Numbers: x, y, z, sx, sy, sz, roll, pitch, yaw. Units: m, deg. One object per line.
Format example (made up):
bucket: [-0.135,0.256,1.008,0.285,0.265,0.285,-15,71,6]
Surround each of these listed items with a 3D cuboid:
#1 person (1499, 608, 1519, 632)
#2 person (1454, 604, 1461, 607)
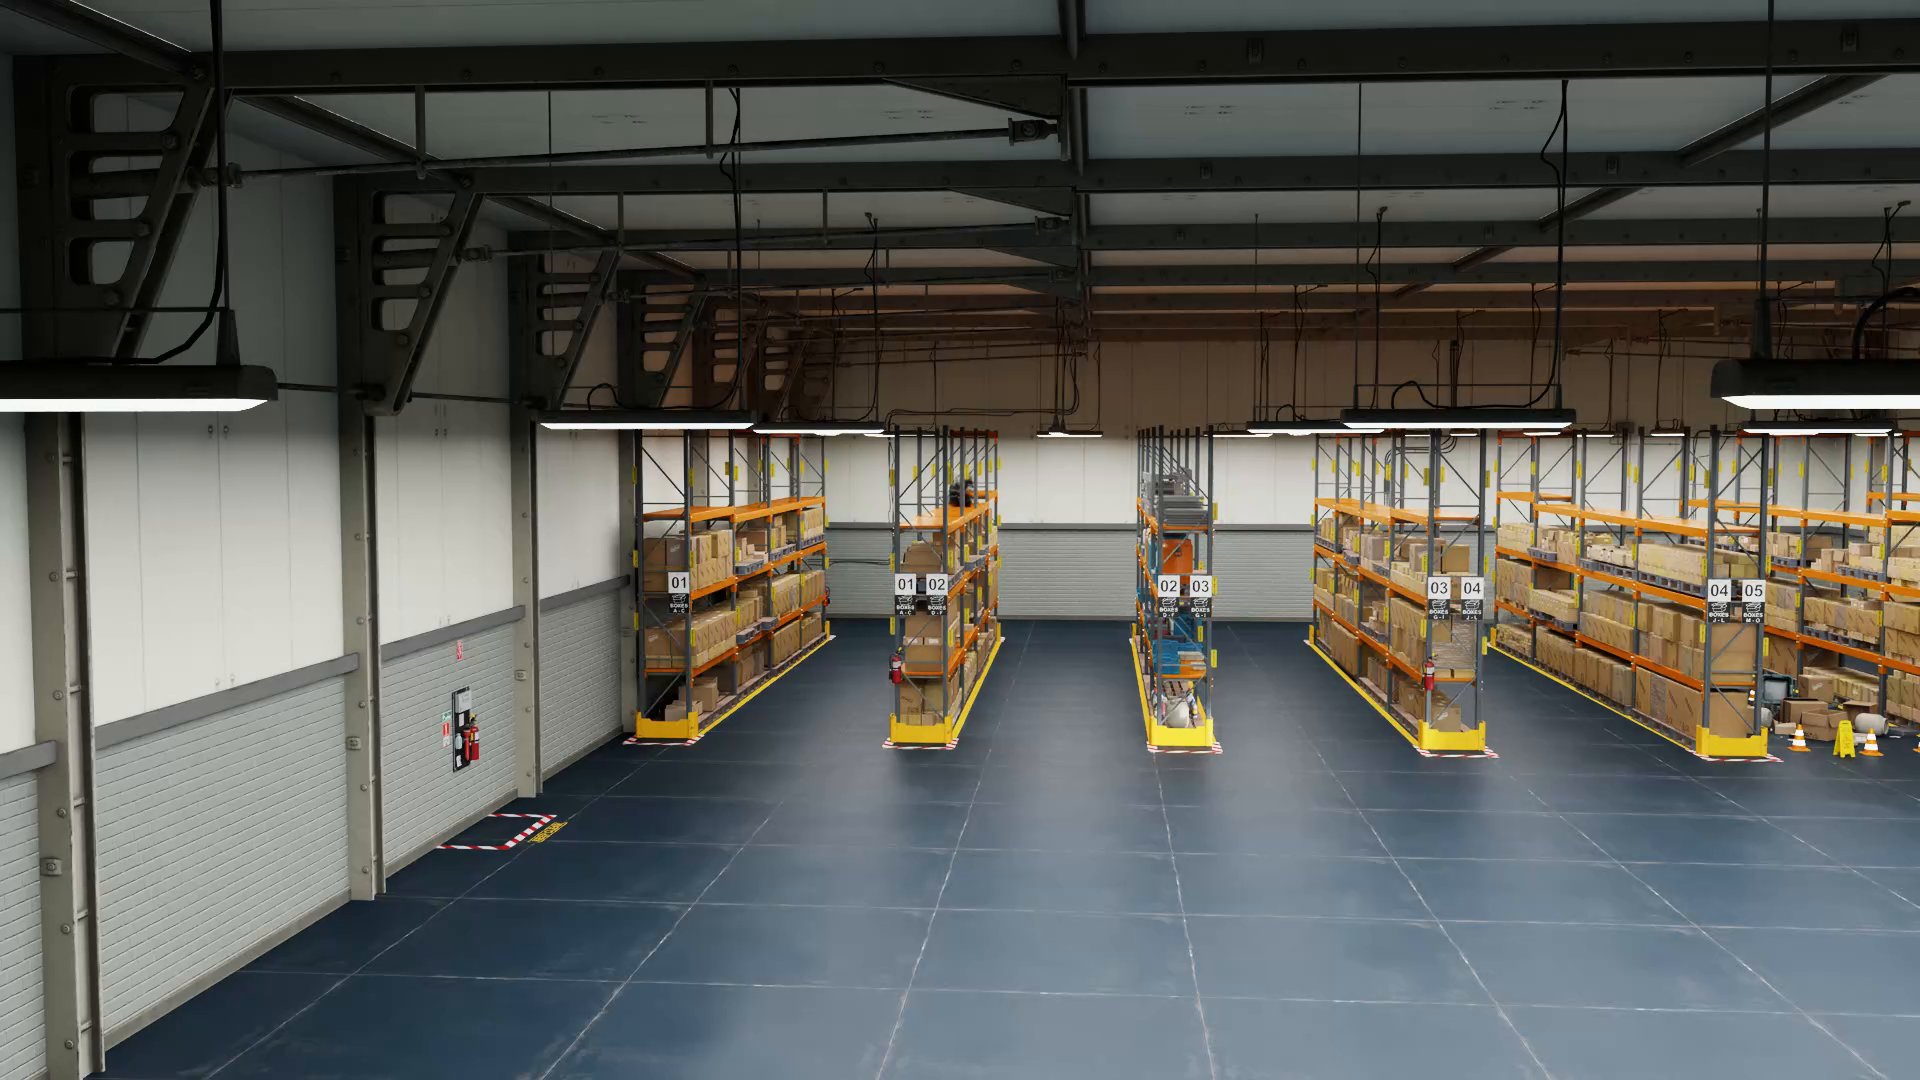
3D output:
person: [15.669,2.056,47.490,0.879,1.626,0.681,2,4,30]
person: [13.438,2.131,45.103,0.744,1.741,0.953,1,4,12]
